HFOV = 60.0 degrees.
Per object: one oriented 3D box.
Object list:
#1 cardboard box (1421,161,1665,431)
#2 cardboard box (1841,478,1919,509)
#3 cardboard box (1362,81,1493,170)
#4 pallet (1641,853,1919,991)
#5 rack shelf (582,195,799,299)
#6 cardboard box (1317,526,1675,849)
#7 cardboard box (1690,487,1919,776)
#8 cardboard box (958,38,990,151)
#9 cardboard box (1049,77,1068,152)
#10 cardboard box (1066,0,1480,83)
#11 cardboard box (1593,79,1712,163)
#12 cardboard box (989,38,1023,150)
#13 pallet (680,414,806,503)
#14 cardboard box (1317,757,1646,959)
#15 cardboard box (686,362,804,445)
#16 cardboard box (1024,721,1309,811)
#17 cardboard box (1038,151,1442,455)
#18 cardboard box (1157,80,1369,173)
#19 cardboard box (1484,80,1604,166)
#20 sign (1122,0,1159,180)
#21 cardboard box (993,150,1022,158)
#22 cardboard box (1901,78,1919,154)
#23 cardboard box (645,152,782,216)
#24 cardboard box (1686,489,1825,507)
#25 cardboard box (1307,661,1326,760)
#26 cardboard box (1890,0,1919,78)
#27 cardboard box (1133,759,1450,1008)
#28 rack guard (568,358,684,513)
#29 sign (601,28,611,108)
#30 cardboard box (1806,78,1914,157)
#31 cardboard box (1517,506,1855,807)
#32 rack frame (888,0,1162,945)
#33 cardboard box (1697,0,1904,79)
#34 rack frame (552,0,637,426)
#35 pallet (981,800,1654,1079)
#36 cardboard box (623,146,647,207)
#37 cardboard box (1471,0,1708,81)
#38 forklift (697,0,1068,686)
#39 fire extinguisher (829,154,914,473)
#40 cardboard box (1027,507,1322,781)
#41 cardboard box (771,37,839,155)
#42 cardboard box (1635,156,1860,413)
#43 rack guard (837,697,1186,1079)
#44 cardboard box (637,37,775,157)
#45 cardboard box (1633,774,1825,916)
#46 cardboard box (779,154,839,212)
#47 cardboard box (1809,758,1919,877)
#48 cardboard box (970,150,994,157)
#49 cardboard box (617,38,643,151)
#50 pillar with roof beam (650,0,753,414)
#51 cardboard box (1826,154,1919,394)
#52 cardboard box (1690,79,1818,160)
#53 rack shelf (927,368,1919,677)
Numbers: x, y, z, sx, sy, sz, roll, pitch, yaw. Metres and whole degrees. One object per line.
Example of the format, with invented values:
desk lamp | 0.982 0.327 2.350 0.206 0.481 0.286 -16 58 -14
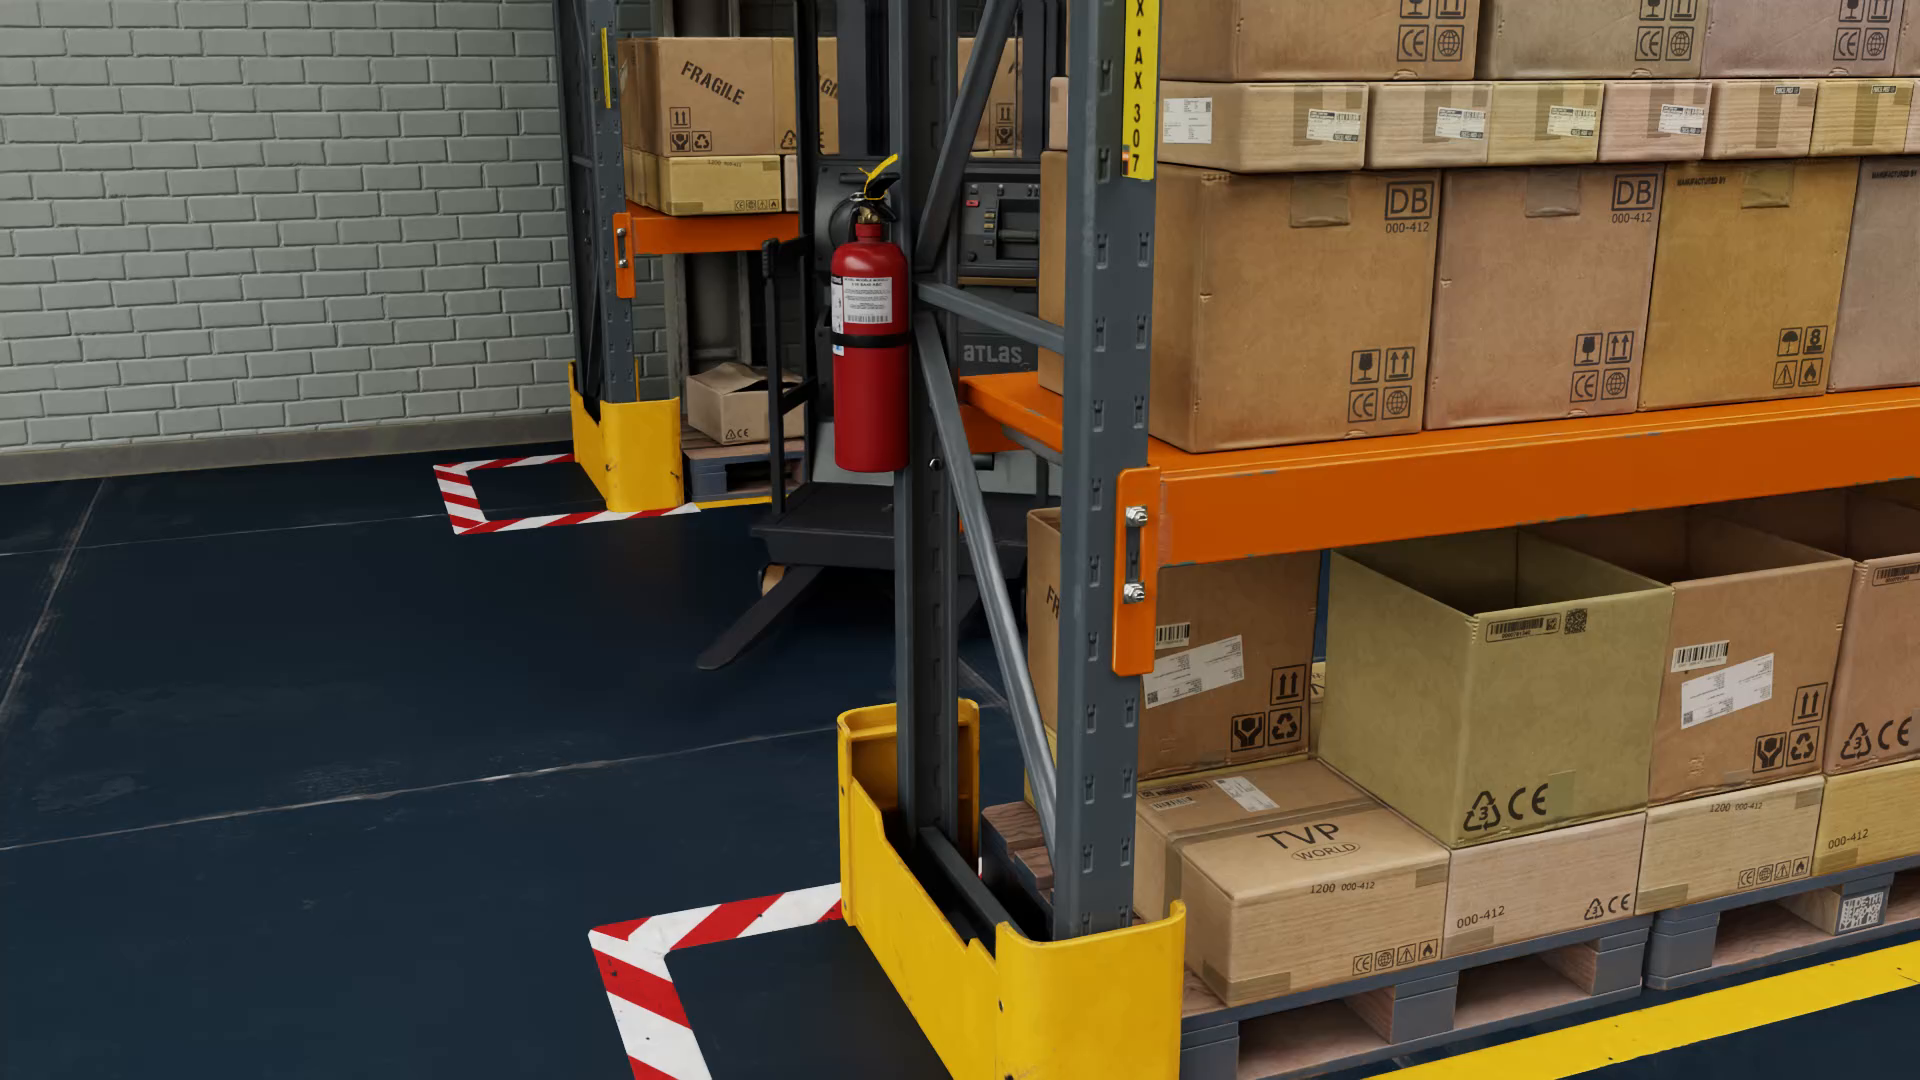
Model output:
cardboard box | 1.014 -0.563 3.515 0.500 0.500 0.700 -6 17 -19
cardboard box | 2.529 0.140 4.101 0.500 0.500 0.500 -6 17 -20
cardboard box | 0.774 -0.787 3.125 0.250 0.149 0.380 -7 18 -22
pallet | 1.922 0.710 4.304 1.213 0.211 1.003 -6 17 -20
rack shelf | 0.177 -1.577 8.421 4.000 0.370 1.077 -6 17 -20
cardboard box | 1.132 0.294 3.577 0.500 0.500 0.500 -6 17 -20
cardboard box | 2.067 0.195 3.916 0.500 0.500 0.500 -6 17 -20
cardboard box | -0.188 -2.084 7.773 0.500 0.500 0.500 -7 18 -22
cardboard box | 0.374 -0.865 3.392 0.250 0.149 0.380 -6 18 -21
cardboard box | 0.575 -1.137 3.166 0.500 0.500 0.700 -6 17 -20
cardboard box | 1.244 -0.836 3.294 0.250 0.149 0.380 -6 18 -21
cardboard box | 0.290 -2.140 7.961 0.500 0.500 0.500 -6 17 -18
pallet | -0.849 -0.463 8.299 1.213 0.211 1.003 -6 17 -20
cardboard box | 1.131 0.653 3.684 0.500 0.250 0.500 -6 17 -20
cardboard box | -1.013 -0.687 8.107 0.500 0.311 0.500 -8 18 -26
cardboard box | 0.480 0.569 3.973 0.500 0.250 0.500 -6 17 -20
cardboard box | 0.526 -0.509 3.331 0.500 0.500 0.700 -6 17 -20
cardboard box | 0.528 -0.760 3.032 0.250 0.149 0.380 -6 18 -20
cardboard box | 1.007 -0.812 3.210 0.250 0.149 0.380 -6 17 -20
sign | 0.278 -0.724 2.563 0.005 0.325 0.100 -6 17 -20
cardboard box | 0.309 -1.780 8.066 0.500 0.250 0.500 -6 17 -20
cardboard box | 1.964 -0.914 3.559 0.250 0.149 0.380 -6 17 -20
cardboard box | -1.122 -1.624 7.534 0.500 0.250 0.500 -7 18 -22
cardboard box | 1.875 0.053 4.396 0.500 0.500 0.500 -6 17 -20
cardboard box | 0.943 0.515 4.155 0.500 0.250 0.500 -6 17 -20
cardboard box | 2.002 -1.293 3.697 0.500 0.500 0.700 -6 17 -20
cardboard box | 0.665 0.705 3.509 0.500 0.250 0.500 -6 17 -20
rack guard | -1.620 -0.529 8.011 0.348 0.500 1.175 -6 17 -20
sign | -1.497 -1.993 7.025 0.005 0.325 0.100 -6 17 -20
cardboard box | 1.730 -0.890 3.476 0.250 0.149 0.380 -6 18 -21
cardboard box | 1.594 0.240 3.760 0.500 0.500 0.500 -6 17 -20
rack frame | 0.085 -0.417 3.196 0.127 3.000 1.000 -6 17 -20
cardboard box | 1.535 -1.242 3.525 0.500 0.500 0.700 -6 17 -20
rack frame | -1.691 -1.720 7.633 0.127 3.000 1.000 -6 17 -20
pallet | 0.784 0.832 3.889 1.213 0.211 1.003 -6 17 -20
cardboard box | -1.324 -1.756 7.985 0.500 0.250 0.500 -6 17 -19
cardboard box | 1.064 -1.191 3.351 0.500 0.500 0.700 -7 18 -22
forklift | -0.132 -1.205 6.000 1.130 2.935 3.031 4 17 12
fire extinguisher | -0.192 -0.491 3.582 0.183 0.674 0.296 -6 17 -20
cardboard box | 0.479 0.208 3.869 0.500 0.500 0.500 -6 17 -20
cardboard box | -0.673 -2.034 7.601 0.500 0.500 0.500 -6 17 -20
cardboard box | 1.480 -0.612 3.681 0.500 0.500 0.700 -6 17 -20
rack guard | 0.063 0.784 3.540 0.348 0.500 1.175 -6 17 -20
cardboard box | -1.138 -1.987 7.440 0.500 0.500 0.500 -6 17 -20
cardboard box | 1.598 0.603 3.855 0.500 0.250 0.500 -6 17 -20
cardboard box | -0.642 -1.680 7.725 0.500 0.250 0.500 -7 18 -22
cardboard box | 2.067 0.554 4.022 0.500 0.250 0.500 -6 17 -20
cardboard box | -0.164 -1.730 7.895 0.500 0.250 0.500 -6 18 -21
cardboard box | -1.327 -2.121 7.898 0.500 0.500 0.500 -6 18 -21
pillar with roof beam | 0.194 -3.764 3.946 0.400 9.000 9.100 -6 17 -20
cardboard box | 1.970 -0.666 3.865 0.500 0.500 0.700 -6 17 -18
cardboard box | 1.492 -0.864 3.388 0.250 0.149 0.380 -7 18 -22
rack shelf | 1.953 -0.274 3.984 4.000 0.370 1.077 -6 17 -20
